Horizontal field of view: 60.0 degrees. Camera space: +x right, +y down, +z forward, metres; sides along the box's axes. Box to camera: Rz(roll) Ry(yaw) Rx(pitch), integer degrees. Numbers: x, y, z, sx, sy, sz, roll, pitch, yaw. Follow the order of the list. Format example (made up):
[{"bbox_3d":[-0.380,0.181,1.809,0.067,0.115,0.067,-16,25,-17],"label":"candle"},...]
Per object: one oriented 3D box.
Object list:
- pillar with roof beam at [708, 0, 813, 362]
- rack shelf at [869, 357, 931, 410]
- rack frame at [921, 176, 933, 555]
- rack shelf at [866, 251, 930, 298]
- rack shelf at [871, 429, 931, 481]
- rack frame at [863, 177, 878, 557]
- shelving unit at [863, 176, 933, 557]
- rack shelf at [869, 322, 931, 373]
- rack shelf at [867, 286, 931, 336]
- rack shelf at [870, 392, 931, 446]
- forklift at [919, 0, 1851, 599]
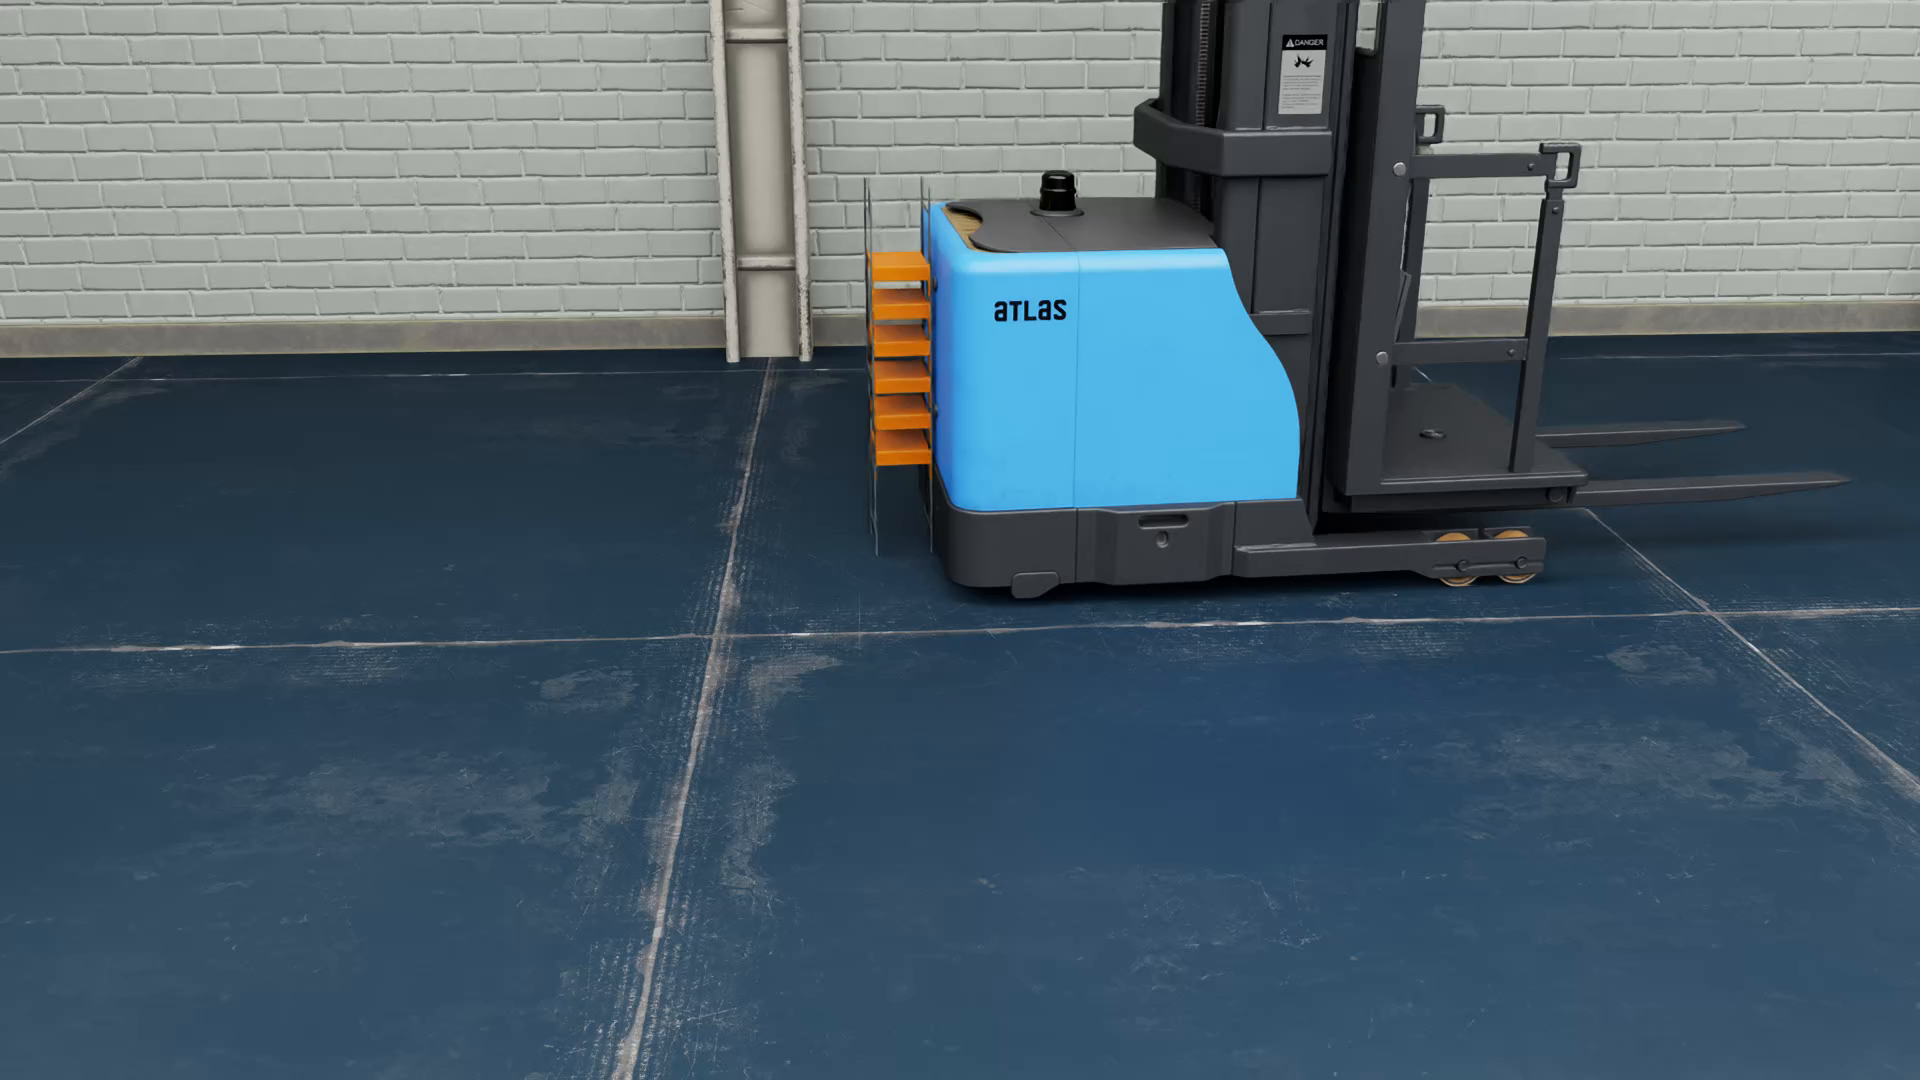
[{"bbox_3d":[-0.661,-3.571,2.354,0.400,9.000,9.100,-1,21,-3],"label":"pillar with roof beam"},{"bbox_3d":[-0.198,-0.509,5.398,0.180,0.103,0.258,-3,21,-7],"label":"rack shelf"},{"bbox_3d":[-0.107,-0.555,5.393,0.006,1.200,0.240,-3,21,-7],"label":"rack frame"},{"bbox_3d":[-0.198,-0.846,5.269,0.180,0.103,0.258,-3,21,-7],"label":"rack shelf"},{"bbox_3d":[-0.198,-0.285,5.483,0.180,0.103,0.258,-3,21,-7],"label":"rack shelf"},{"bbox_3d":[-0.288,-0.547,5.371,0.006,1.200,0.240,-3,21,-7],"label":"rack frame"},{"bbox_3d":[-0.198,-0.551,5.382,0.189,1.200,0.258,-3,21,-7],"label":"shelving unit"},{"bbox_3d":[-0.198,-0.622,5.355,0.180,0.103,0.258,-3,21,-7],"label":"rack shelf"},{"bbox_3d":[-0.198,-0.734,5.312,0.180,0.103,0.258,-3,21,-7],"label":"rack shelf"},{"bbox_3d":[-0.198,-0.397,5.440,0.180,0.103,0.258,-3,21,-7],"label":"rack shelf"},{"bbox_3d":[1.411,-1.407,5.197,3.031,2.935,1.130,-3,21,-7],"label":"forklift"}]
